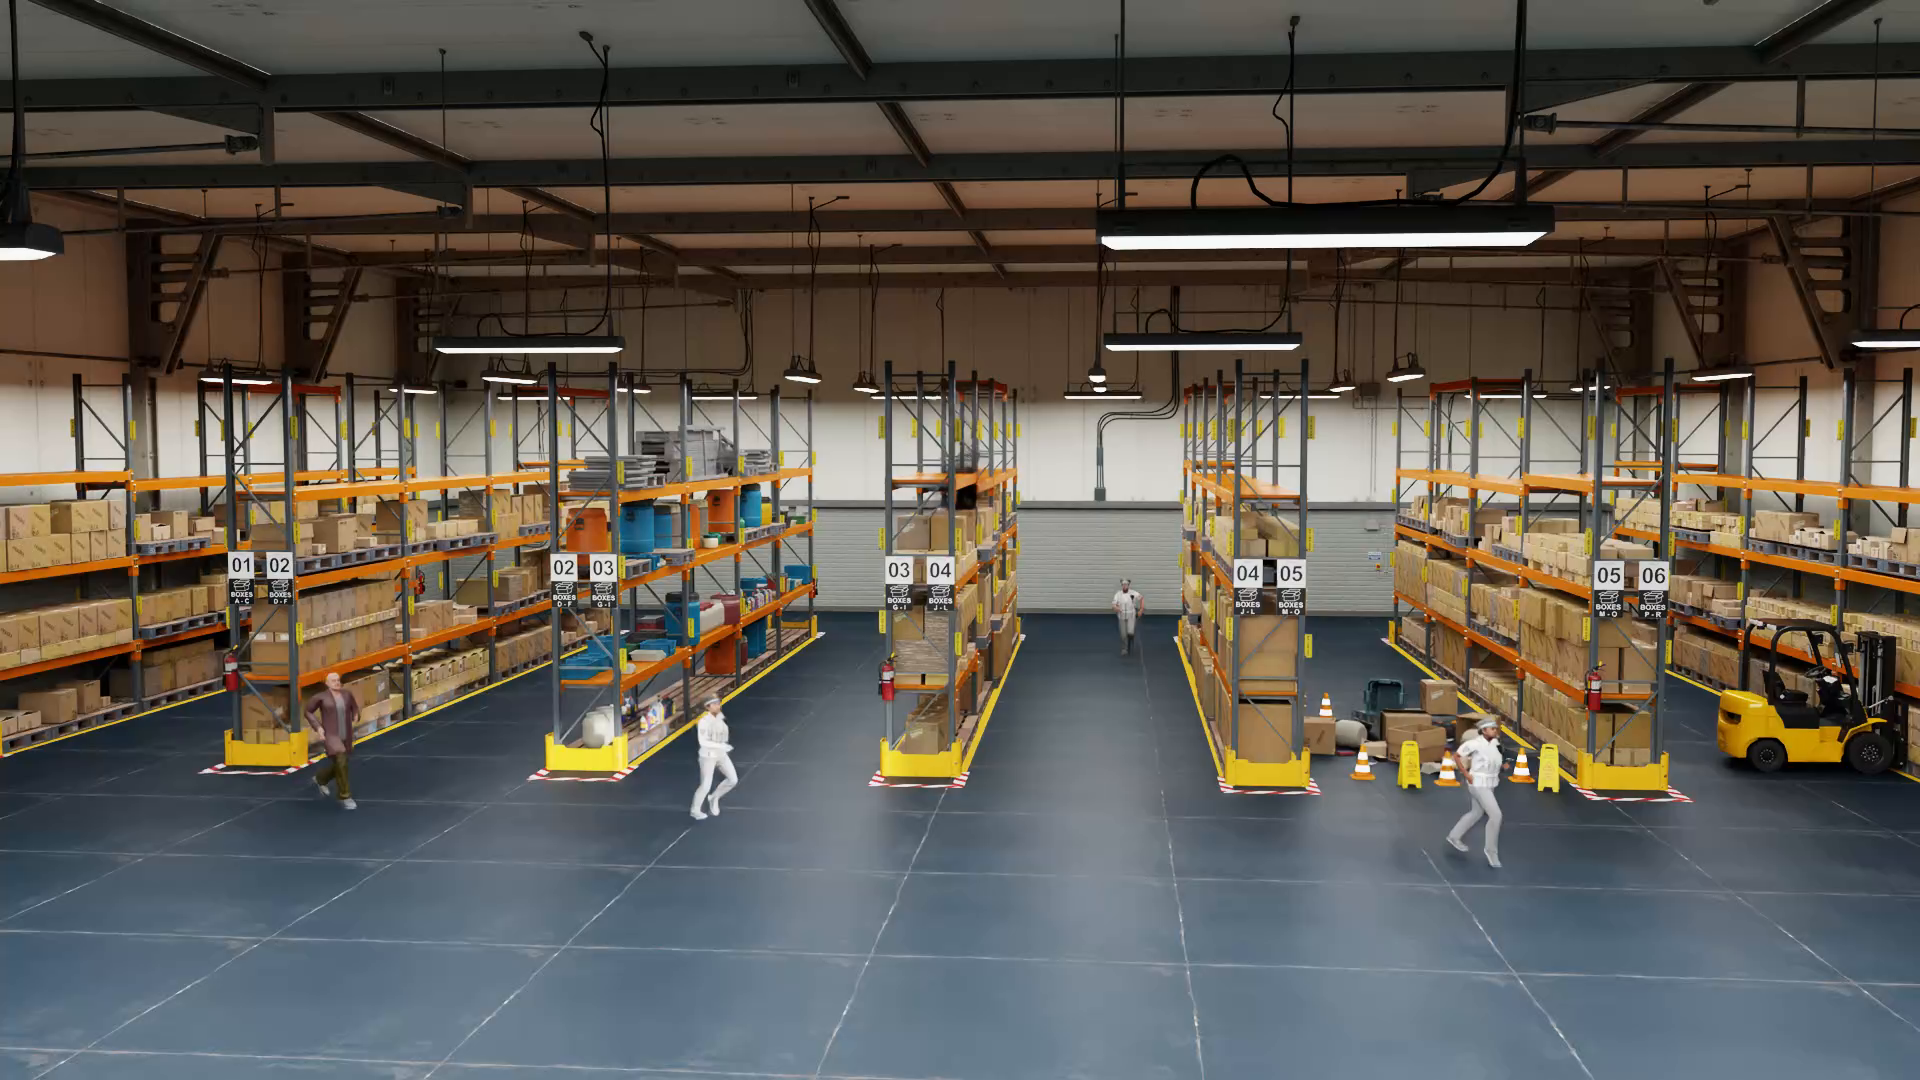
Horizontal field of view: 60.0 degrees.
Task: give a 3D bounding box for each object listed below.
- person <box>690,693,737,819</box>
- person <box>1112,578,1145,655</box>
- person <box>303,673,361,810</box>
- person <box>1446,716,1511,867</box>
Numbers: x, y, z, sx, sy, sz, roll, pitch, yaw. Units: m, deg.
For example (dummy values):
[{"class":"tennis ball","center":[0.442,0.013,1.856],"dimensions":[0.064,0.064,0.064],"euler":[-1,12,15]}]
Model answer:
[{"class":"person","center":[-3.121,2.760,21.259],"dimensions":[0.762,1.648,0.634],"euler":[3,5,39]},{"class":"person","center":[3.695,1.701,36.689],"dimensions":[0.682,1.732,0.800],"euler":[1,4,15]},{"class":"person","center":[-8.348,2.654,22.229],"dimensions":[0.973,1.792,0.684],"euler":[3,5,37]},{"class":"person","center":[6.053,2.899,19.412],"dimensions":[0.551,1.751,0.811],"euler":[-3,5,-42]}]
